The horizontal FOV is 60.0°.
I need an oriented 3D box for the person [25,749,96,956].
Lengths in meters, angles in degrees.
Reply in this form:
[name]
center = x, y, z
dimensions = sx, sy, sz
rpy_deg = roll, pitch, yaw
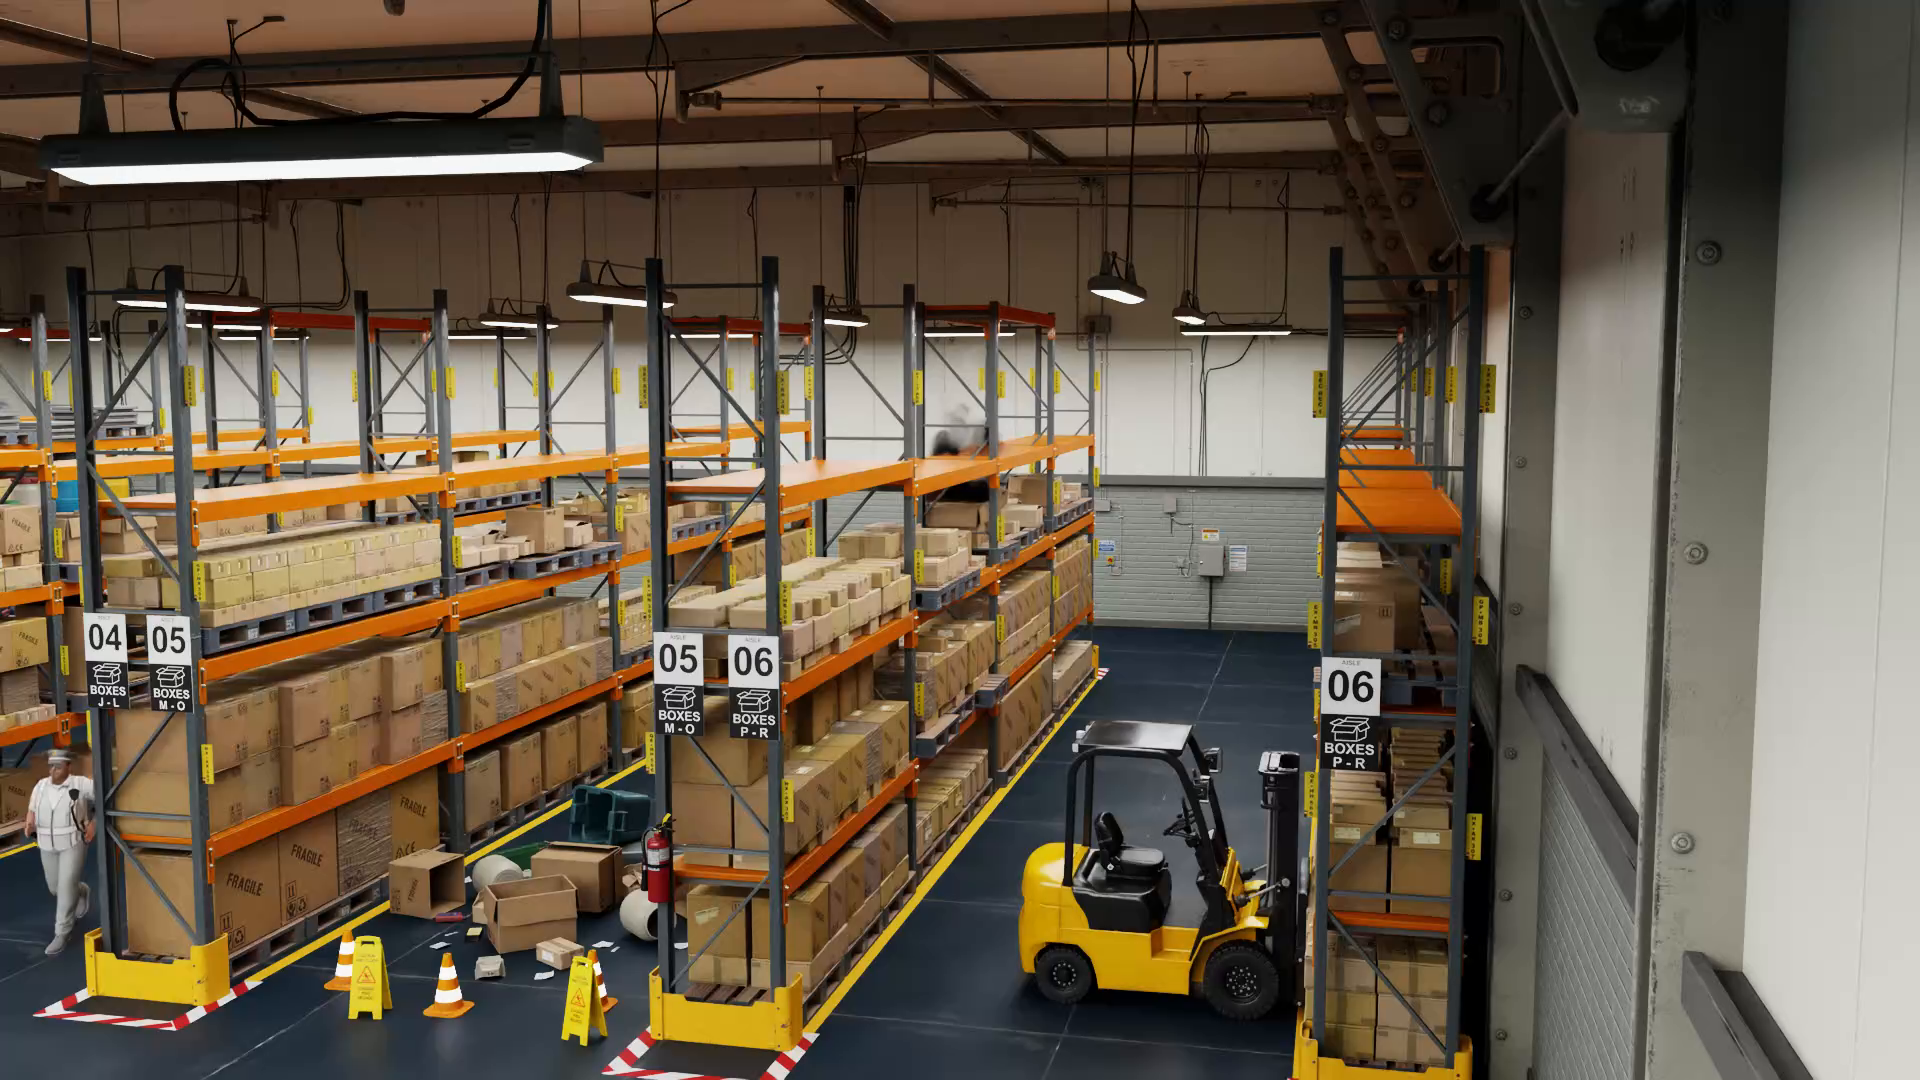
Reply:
[person]
center = -8.139, 2.764, 15.136
dimensions = 0.664, 1.790, 0.931
rpy_deg = 0, 6, -2
